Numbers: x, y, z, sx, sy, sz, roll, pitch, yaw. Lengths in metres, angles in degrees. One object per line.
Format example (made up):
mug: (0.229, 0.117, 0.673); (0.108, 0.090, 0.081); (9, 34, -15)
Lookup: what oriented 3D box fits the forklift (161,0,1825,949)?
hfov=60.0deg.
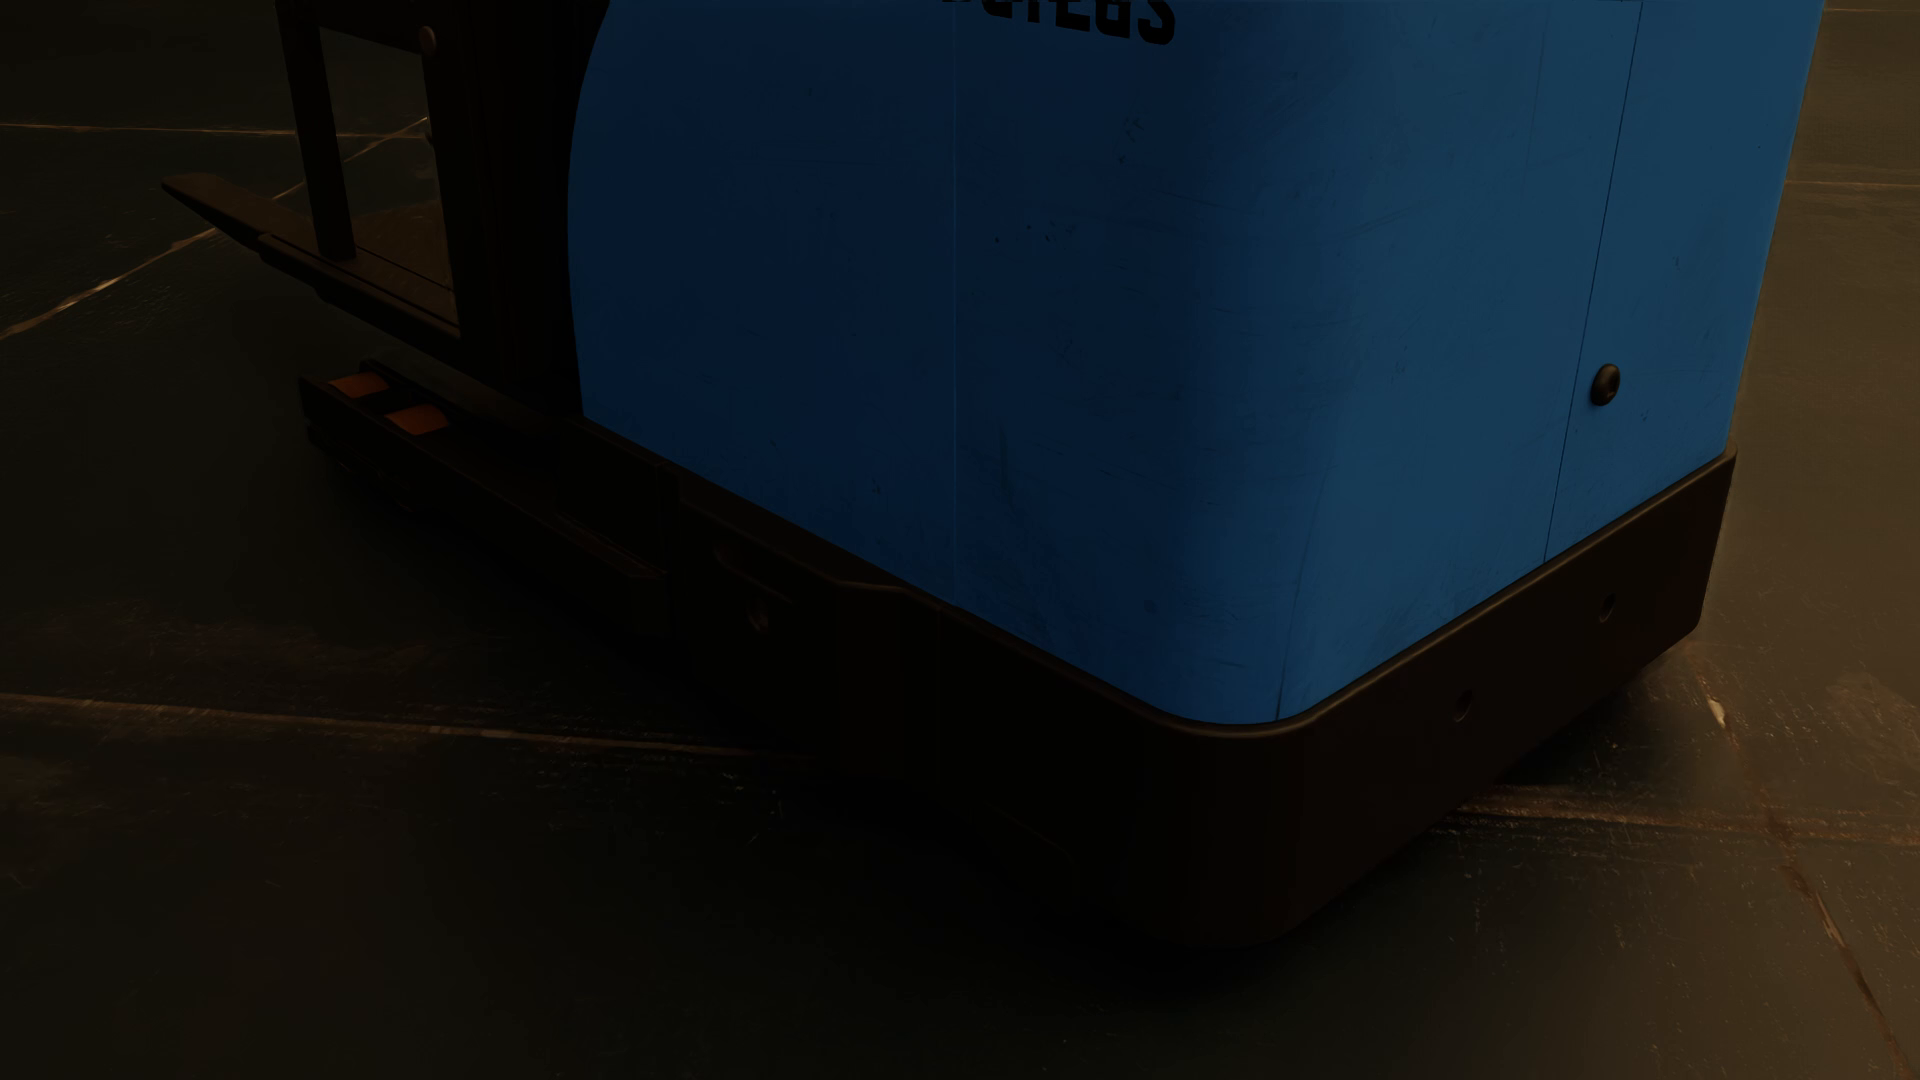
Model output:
forklift: (-0.420, -1.493, 2.210); (1.130, 2.935, 3.031); (-23, 34, -38)
